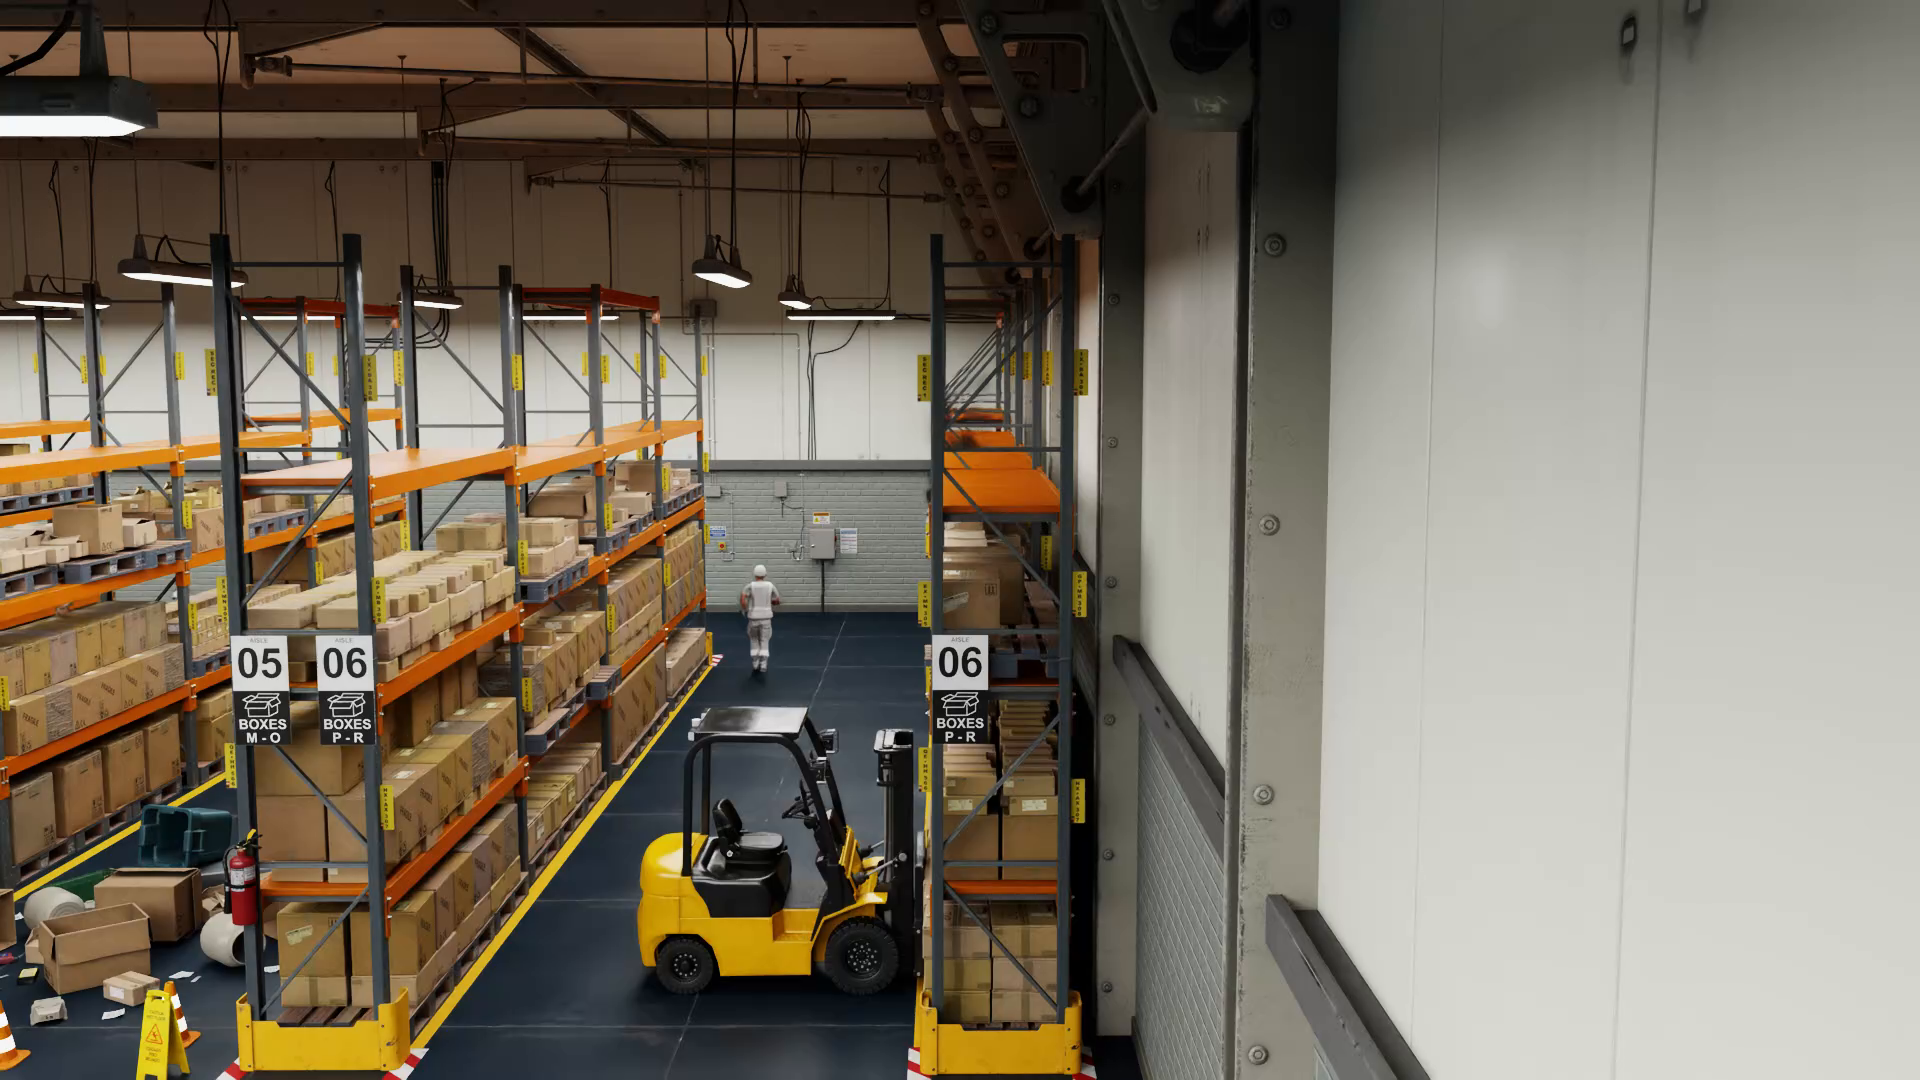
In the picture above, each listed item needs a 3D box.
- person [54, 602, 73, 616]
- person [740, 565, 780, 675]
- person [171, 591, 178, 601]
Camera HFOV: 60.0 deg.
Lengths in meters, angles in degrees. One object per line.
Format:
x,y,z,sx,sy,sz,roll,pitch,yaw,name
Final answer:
-12.755,1.677,23.728,0.662,1.746,0.752,-1,6,-7,person
-3.216,1.311,26.783,0.639,1.840,0.774,-1,6,-6,person
-11.436,1.605,24.503,0.682,1.771,0.741,0,6,-1,person
